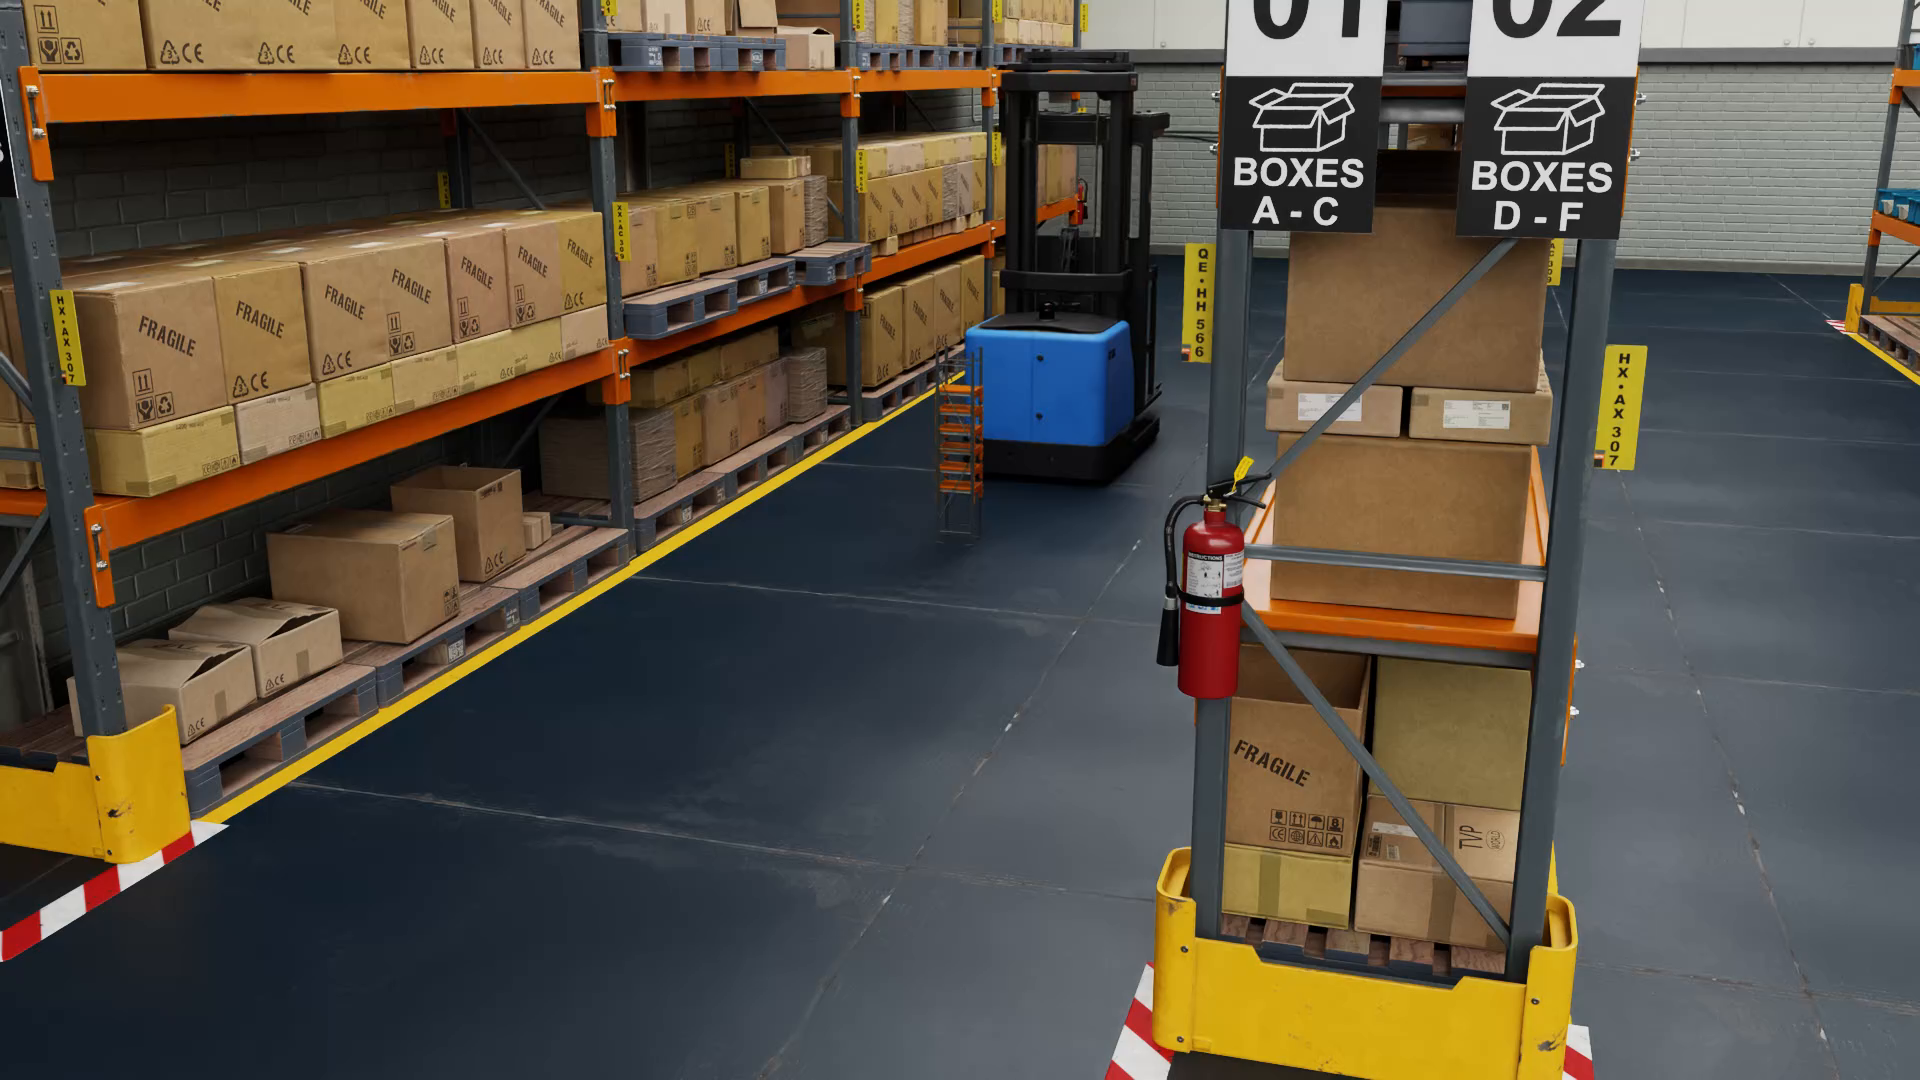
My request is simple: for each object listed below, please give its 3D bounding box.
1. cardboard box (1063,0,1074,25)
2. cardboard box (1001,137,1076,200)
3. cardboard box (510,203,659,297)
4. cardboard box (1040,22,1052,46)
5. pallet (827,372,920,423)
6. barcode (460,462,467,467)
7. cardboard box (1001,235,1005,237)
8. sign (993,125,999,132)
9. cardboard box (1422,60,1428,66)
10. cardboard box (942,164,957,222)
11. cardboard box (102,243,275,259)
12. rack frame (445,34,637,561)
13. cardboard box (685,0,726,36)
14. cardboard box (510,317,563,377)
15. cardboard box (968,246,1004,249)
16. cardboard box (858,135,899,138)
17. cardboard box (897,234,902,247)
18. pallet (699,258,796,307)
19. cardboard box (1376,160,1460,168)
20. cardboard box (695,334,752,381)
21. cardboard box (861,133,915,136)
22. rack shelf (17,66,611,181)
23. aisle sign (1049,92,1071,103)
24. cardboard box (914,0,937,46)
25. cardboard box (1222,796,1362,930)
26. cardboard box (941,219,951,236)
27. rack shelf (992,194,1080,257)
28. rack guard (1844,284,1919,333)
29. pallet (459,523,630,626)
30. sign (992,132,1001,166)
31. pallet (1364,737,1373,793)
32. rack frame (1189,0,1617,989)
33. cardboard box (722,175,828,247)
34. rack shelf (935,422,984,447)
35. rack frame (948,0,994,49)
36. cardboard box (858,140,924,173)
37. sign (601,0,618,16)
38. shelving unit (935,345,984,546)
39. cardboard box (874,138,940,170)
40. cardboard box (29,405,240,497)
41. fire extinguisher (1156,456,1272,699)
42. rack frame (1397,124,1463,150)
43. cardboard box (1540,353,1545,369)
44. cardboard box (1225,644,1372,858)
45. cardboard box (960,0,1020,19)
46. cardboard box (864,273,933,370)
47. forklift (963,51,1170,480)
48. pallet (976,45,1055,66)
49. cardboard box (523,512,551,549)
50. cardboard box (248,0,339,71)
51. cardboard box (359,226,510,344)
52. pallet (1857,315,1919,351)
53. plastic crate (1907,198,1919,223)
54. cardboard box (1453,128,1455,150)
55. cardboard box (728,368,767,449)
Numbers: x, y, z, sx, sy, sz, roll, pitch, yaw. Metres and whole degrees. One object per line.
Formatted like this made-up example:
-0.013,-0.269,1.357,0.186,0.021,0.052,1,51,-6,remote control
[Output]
1.030,-6.271,19.393,0.500,0.500,0.500,5,16,16,cardboard box
0.841,-4.512,20.190,0.980,0.700,0.700,5,17,18,cardboard box
-2.257,-1.753,10.022,0.700,0.500,0.500,5,16,16,cardboard box
0.733,-5.638,18.535,0.500,0.250,0.500,4,16,14,cardboard box
-1.001,-1.268,14.412,1.003,0.211,1.213,5,16,16,pallet
-2.817,-0.403,9.441,0.001,0.075,0.075,5,16,16,barcode
0.717,-3.671,20.397,0.380,0.149,0.250,5,17,16,cardboard box
0.446,-5.001,20.733,0.100,0.325,0.005,5,16,16,sign
3.545,-3.634,11.963,0.910,0.500,0.500,5,16,16,cardboard box
-0.336,-3.251,15.529,0.500,0.500,0.500,5,16,16,cardboard box
-3.345,-1.020,7.294,0.500,0.500,0.500,4,16,14,cardboard box
-2.434,-1.362,9.636,1.000,3.000,0.127,5,16,16,rack frame
-1.851,-3.515,10.775,0.500,0.500,0.500,4,16,14,cardboard box
-2.427,-1.023,8.676,0.500,0.250,0.500,5,17,16,cardboard box
0.286,-3.273,18.993,0.380,0.149,0.250,4,16,15,cardboard box
-0.821,-3.648,15.554,0.500,0.250,0.500,4,16,14,cardboard box
-0.726,-2.638,14.557,0.380,0.149,0.250,5,17,17,cardboard box
-1.820,-1.796,11.514,1.003,0.211,1.213,5,16,16,pallet
1.911,-1.272,6.755,0.700,0.500,0.500,5,16,16,cardboard box
-1.815,-1.307,11.841,0.500,0.250,0.500,5,16,16,cardboard box
-0.683,-3.779,16.018,0.500,0.250,0.500,5,17,17,cardboard box
-3.002,-1.936,7.480,1.077,0.370,4.000,5,16,16,rack shelf
1.284,-5.748,20.334,0.394,0.787,0.004,5,16,16,aisle sign
-0.612,-4.786,15.219,0.700,0.500,0.500,4,16,15,cardboard box
1.049,1.025,5.489,0.500,0.250,0.500,5,16,16,cardboard box
-0.303,-2.969,15.724,0.380,0.149,0.250,5,16,16,cardboard box
0.408,-3.633,18.958,1.077,0.370,4.000,5,16,16,rack shelf
10.469,-2.538,18.363,1.175,0.500,0.348,5,16,16,rack guard
-2.591,0.158,9.387,1.003,0.211,1.213,5,16,16,pallet
0.363,-3.935,16.728,0.100,0.325,0.005,5,16,16,sign
1.706,0.887,6.814,1.003,0.211,1.213,5,16,16,pallet
1.180,0.067,4.595,1.000,3.000,0.127,5,16,16,rack frame
-1.421,-2.545,12.815,0.700,0.500,0.500,3,16,9,cardboard box
-0.004,-0.646,10.132,0.258,0.103,0.180,5,16,16,rack shelf
-0.160,-6.342,16.196,1.000,3.000,0.127,5,16,16,rack frame
-0.631,-3.341,14.472,0.500,0.250,0.500,5,17,16,cardboard box
-1.912,-3.014,9.015,0.100,0.325,0.005,5,16,16,sign
-0.004,-0.573,10.152,0.258,1.200,0.189,5,16,16,shelving unit
-0.492,-3.475,14.945,0.500,0.250,0.500,4,16,15,cardboard box
-3.128,-0.356,6.327,0.500,0.250,0.500,4,16,14,cardboard box
0.701,0.099,4.624,0.296,0.674,0.183,5,16,16,fire extinguisher
4.590,-3.072,15.664,1.000,3.000,0.127,5,16,16,rack frame
1.642,-0.513,5.270,0.380,0.149,0.250,5,16,16,cardboard box
1.047,0.664,5.387,0.500,0.500,0.500,5,16,16,cardboard box
0.311,-5.602,17.034,0.500,0.500,0.500,4,16,15,cardboard box
-0.707,-1.988,15.010,0.750,0.750,0.750,5,16,16,cardboard box
0.947,-2.185,12.663,1.130,2.935,3.031,5,17,17,forklift
0.431,-5.387,18.491,1.003,0.211,1.213,5,16,16,pallet
-2.557,-0.069,9.461,0.380,0.166,0.250,2,16,9,cardboard box
-2.905,-2.159,6.726,0.500,0.500,0.500,5,17,18,cardboard box
-2.562,-1.251,8.107,0.500,0.500,0.500,4,16,14,cardboard box
10.203,-2.179,17.626,1.003,0.211,1.213,5,16,16,pallet
9.715,-3.298,16.658,0.416,0.233,0.300,5,16,16,plastic crate
5.060,-4.284,17.922,0.500,0.500,0.500,5,17,17,cardboard box
-1.824,-0.968,12.019,0.700,0.500,0.500,5,16,16,cardboard box
